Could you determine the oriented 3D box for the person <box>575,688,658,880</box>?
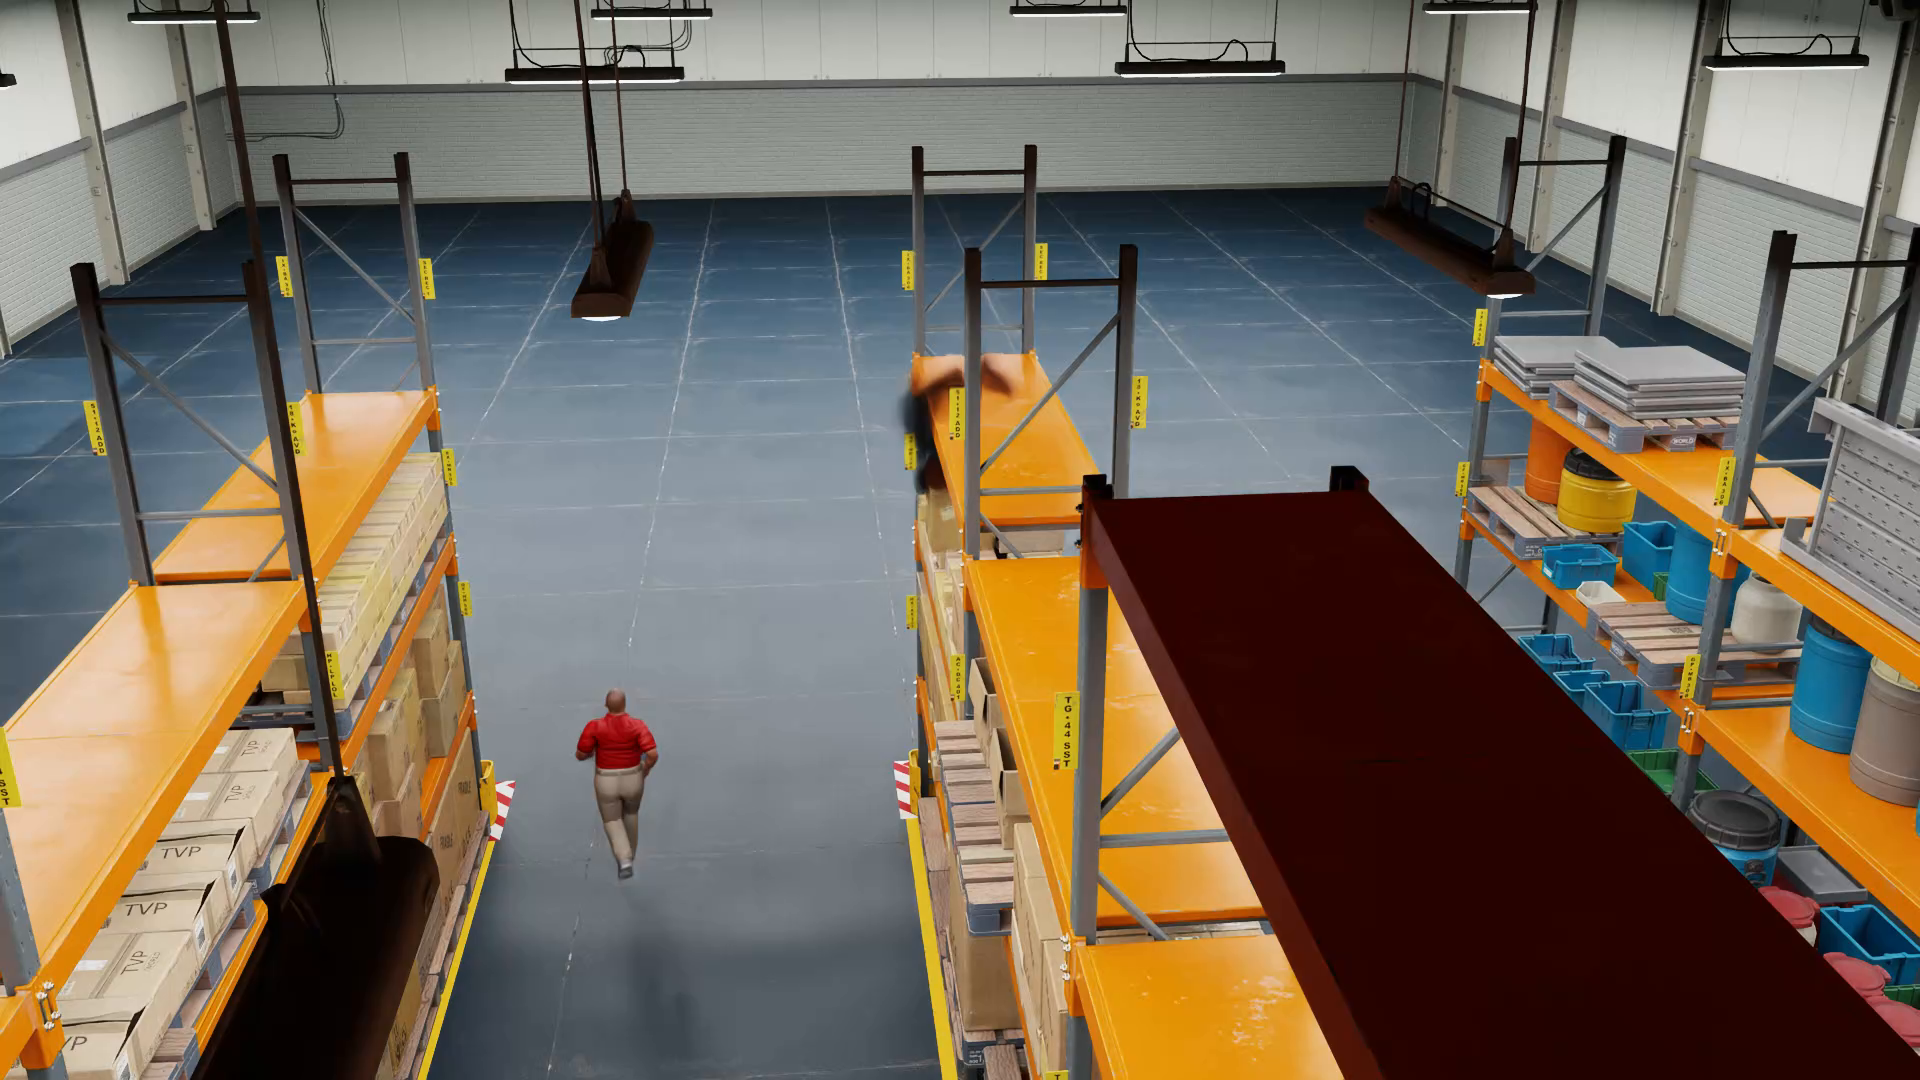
[{"bbox_3d":[-2.805,2.022,13.683,0.654,1.731,0.809,-5,22,-12],"label":"person"}]
